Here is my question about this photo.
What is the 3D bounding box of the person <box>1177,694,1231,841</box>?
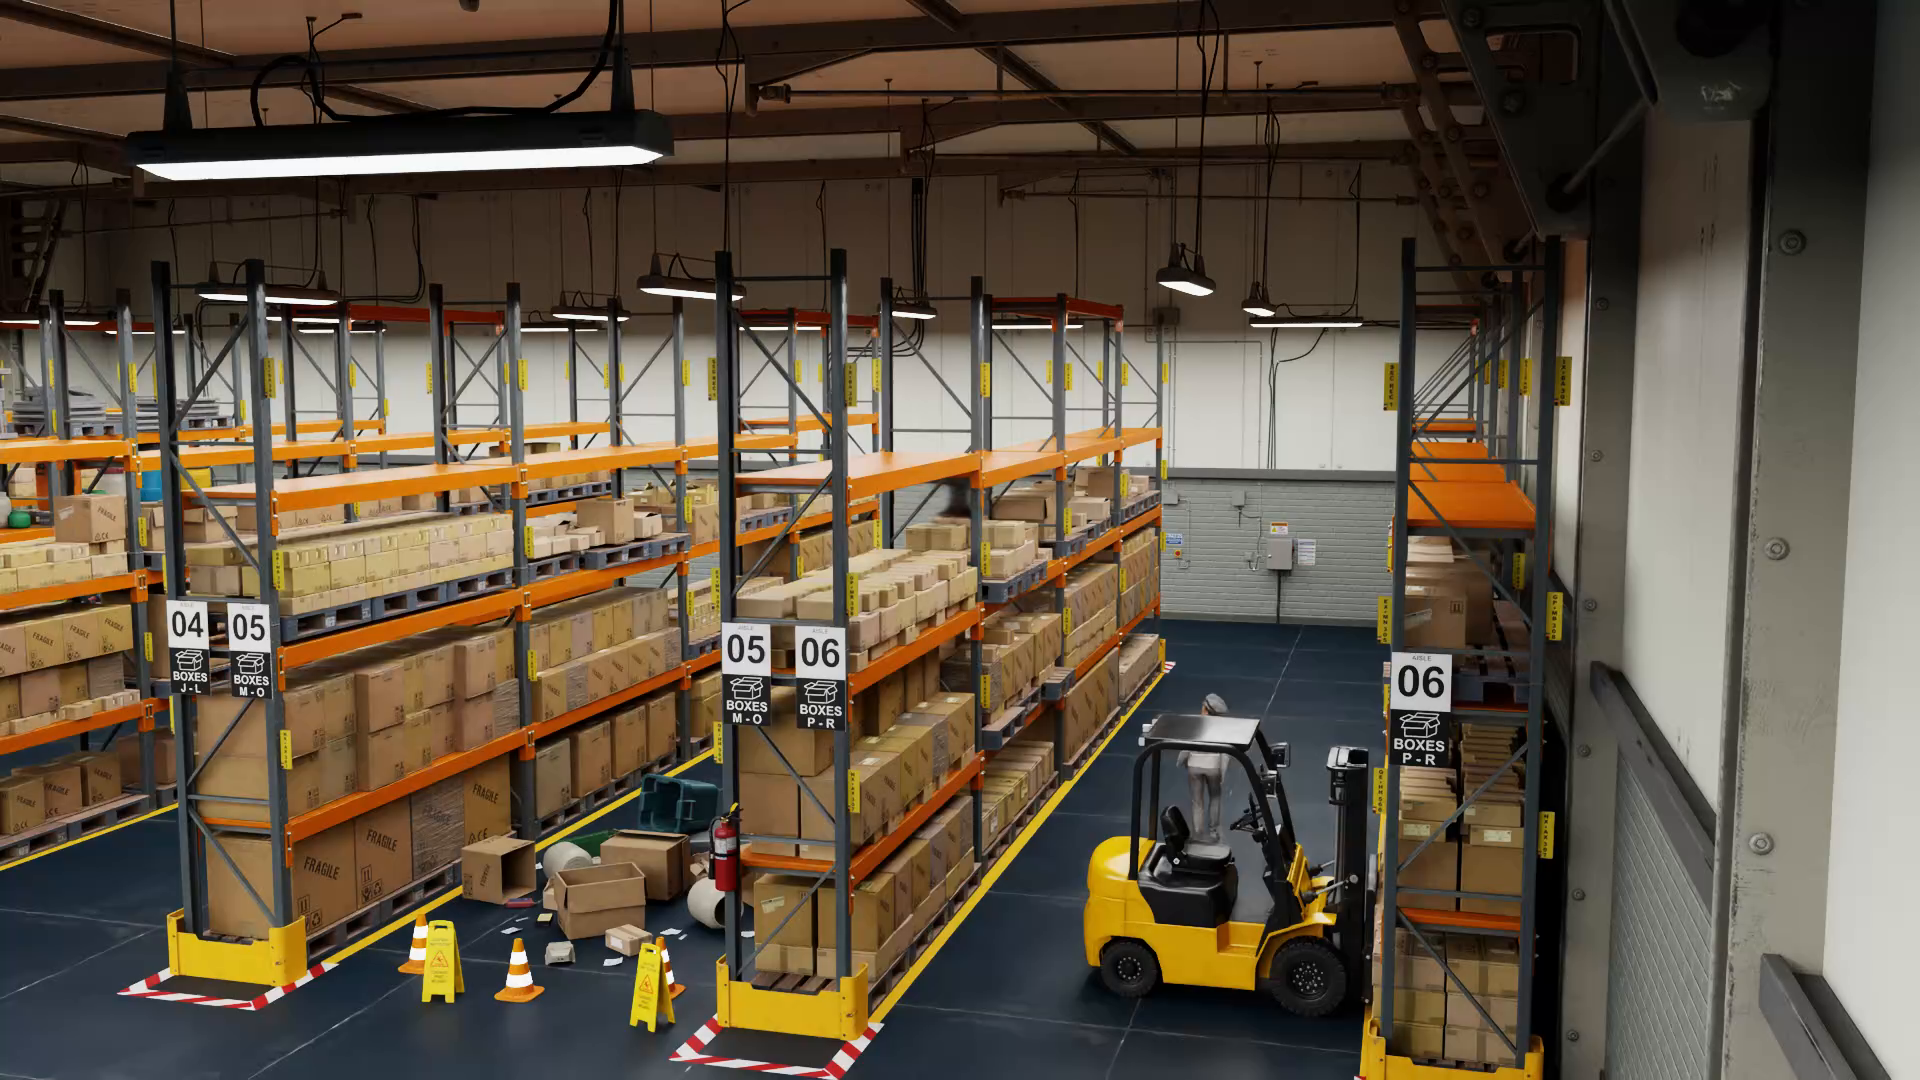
[{"bbox_3d":[2.595,2.457,17.718,0.577,1.710,0.724,1,6,9],"label":"person"}]
